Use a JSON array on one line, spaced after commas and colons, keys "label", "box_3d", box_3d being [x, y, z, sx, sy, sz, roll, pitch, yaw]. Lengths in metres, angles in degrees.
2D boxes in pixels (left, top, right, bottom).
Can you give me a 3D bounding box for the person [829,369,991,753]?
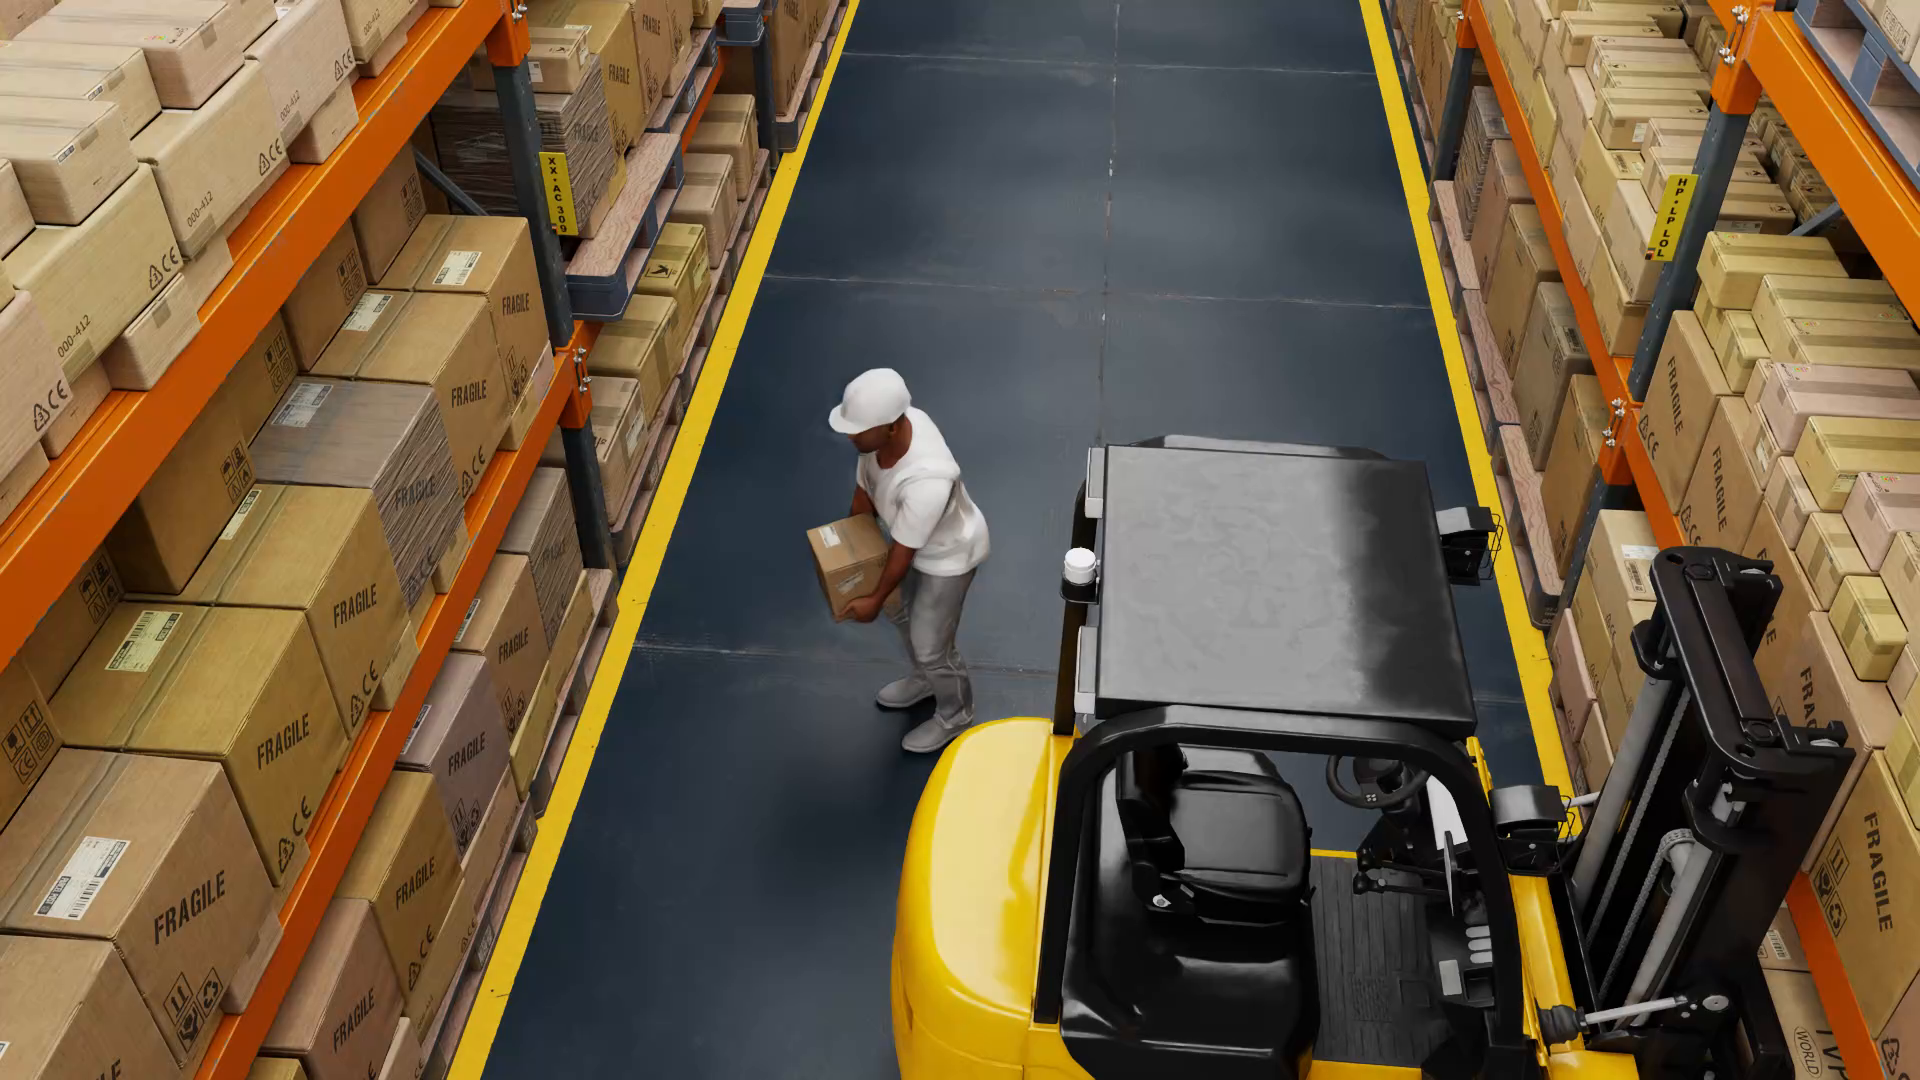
[{"label": "person", "box_3d": [-0.201, 0.078, 6.079, 0.617, 1.720, 0.498, -17, 43, -19]}]
